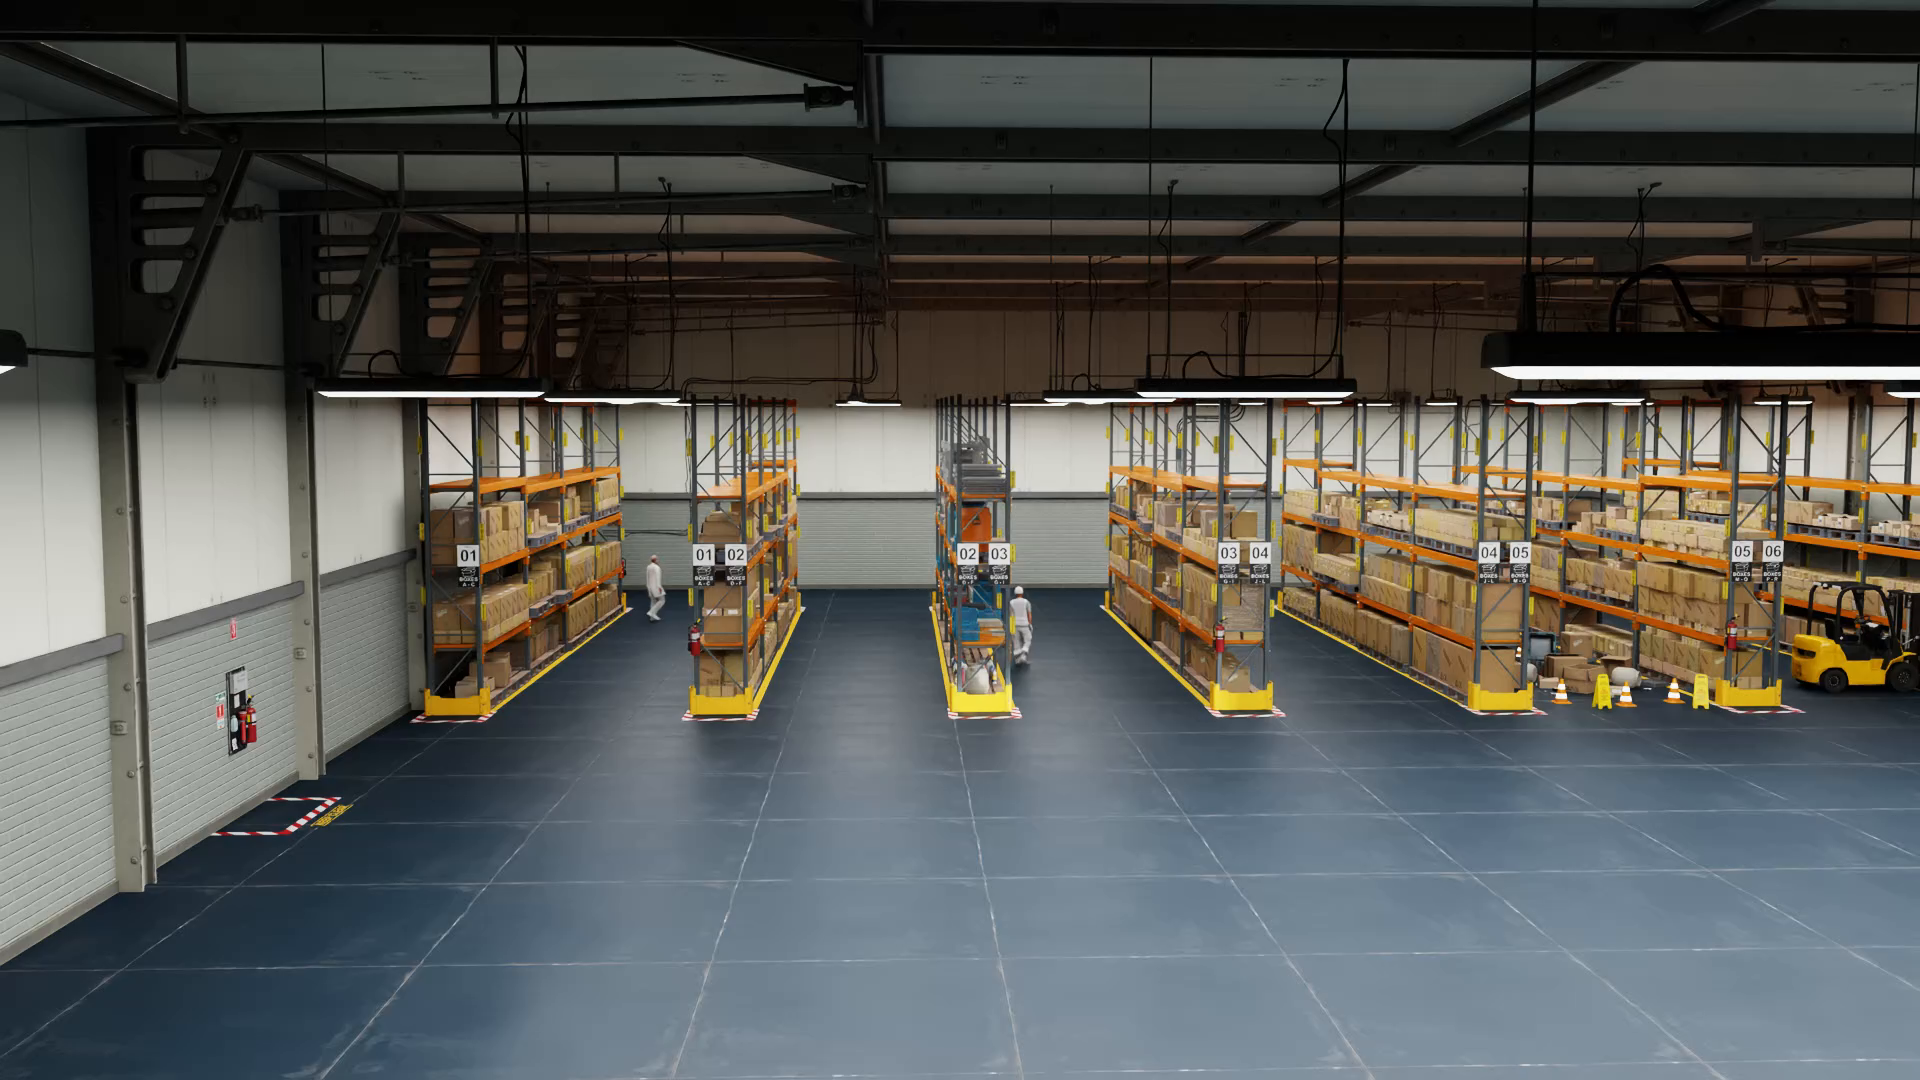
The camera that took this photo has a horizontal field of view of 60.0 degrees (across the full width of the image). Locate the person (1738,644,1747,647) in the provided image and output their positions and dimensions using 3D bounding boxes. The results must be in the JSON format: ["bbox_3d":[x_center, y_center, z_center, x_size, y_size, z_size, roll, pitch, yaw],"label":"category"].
[{"bbox_3d":[16.868,2.035,35.925,0.541,1.800,0.549,0,5,-6],"label":"person"}]

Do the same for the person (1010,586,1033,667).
[{"bbox_3d":[1.328,1.928,36.987,0.574,1.788,0.550,1,5,8],"label":"person"}]

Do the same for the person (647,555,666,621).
[{"bbox_3d":[-8.272,1.314,44.907,0.565,1.754,0.618,-4,6,-40],"label":"person"}]
